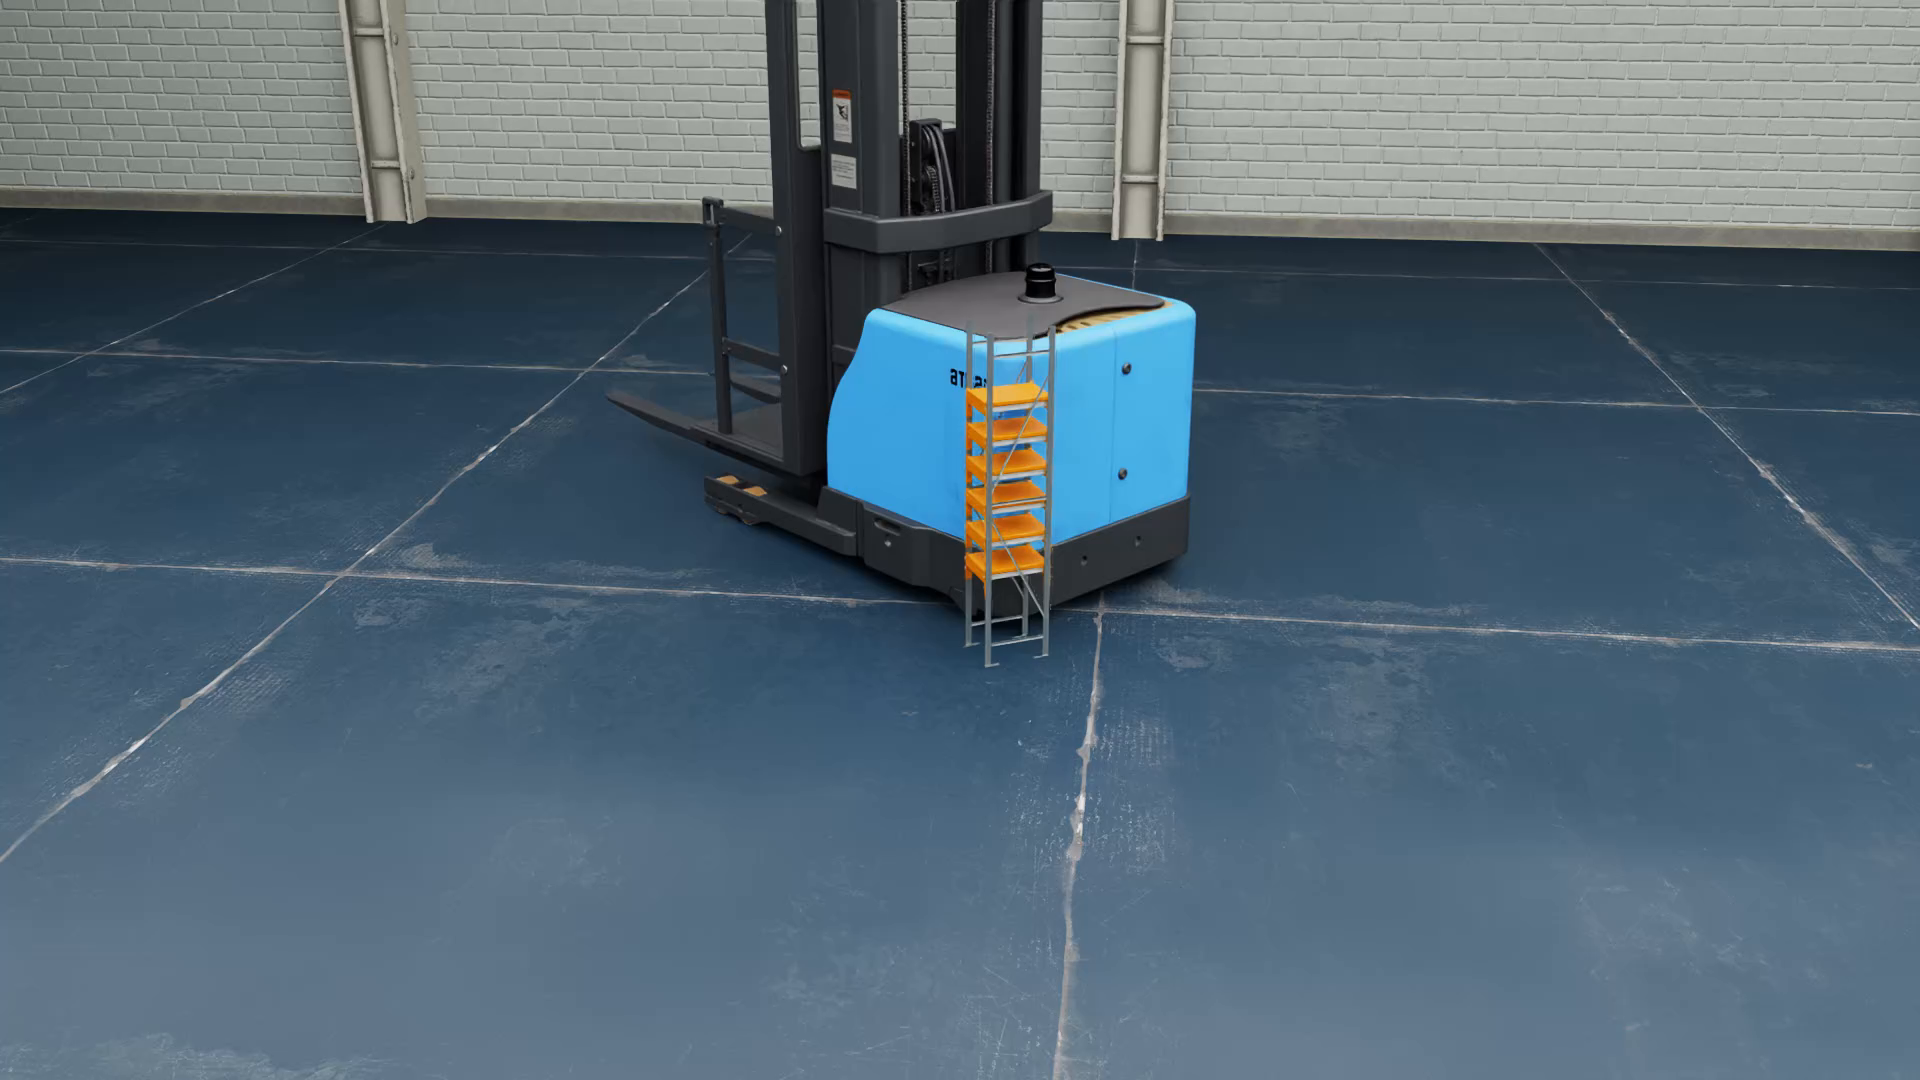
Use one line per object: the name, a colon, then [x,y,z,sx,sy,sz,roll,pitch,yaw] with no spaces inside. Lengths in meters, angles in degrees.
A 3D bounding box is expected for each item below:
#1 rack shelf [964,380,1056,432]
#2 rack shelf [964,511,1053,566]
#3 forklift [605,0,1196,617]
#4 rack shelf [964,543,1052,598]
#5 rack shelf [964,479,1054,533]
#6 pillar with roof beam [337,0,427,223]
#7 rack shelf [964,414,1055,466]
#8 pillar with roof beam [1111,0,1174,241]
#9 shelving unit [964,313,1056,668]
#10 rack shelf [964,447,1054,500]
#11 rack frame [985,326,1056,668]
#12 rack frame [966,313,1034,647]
rack shelf: [0.168,-0.452,5.593,0.258,0.103,0.180,-8,23,-20]
rack shelf: [0.167,-0.007,5.771,0.258,0.103,0.180,-8,23,-20]
forklift: [-0.460,-1.537,6.842,1.130,2.935,3.031,-19,28,-39]
rack shelf: [0.167,0.105,5.816,0.258,0.103,0.180,-8,23,-20]
rack shelf: [0.167,-0.118,5.727,0.258,0.103,0.180,-8,23,-20]
pillar with roof beam: [-5.089,-5.227,7.922,0.400,9.000,9.100,2,22,6]
rack shelf: [0.168,-0.341,5.637,0.258,0.103,0.180,-8,23,-20]
pillar with roof beam: [0.870,-4.968,7.266,0.400,9.000,9.100,2,22,6]
shelving unit: [0.167,-0.160,5.710,0.258,1.200,0.189,-8,23,-20]
rack shelf: [0.167,-0.230,5.682,0.258,0.103,0.180,-8,23,-20]
rack frame: [0.200,-0.128,5.631,0.240,1.200,0.006,-8,23,-20]
rack frame: [0.134,-0.191,5.789,0.240,1.200,0.006,-8,23,-20]
